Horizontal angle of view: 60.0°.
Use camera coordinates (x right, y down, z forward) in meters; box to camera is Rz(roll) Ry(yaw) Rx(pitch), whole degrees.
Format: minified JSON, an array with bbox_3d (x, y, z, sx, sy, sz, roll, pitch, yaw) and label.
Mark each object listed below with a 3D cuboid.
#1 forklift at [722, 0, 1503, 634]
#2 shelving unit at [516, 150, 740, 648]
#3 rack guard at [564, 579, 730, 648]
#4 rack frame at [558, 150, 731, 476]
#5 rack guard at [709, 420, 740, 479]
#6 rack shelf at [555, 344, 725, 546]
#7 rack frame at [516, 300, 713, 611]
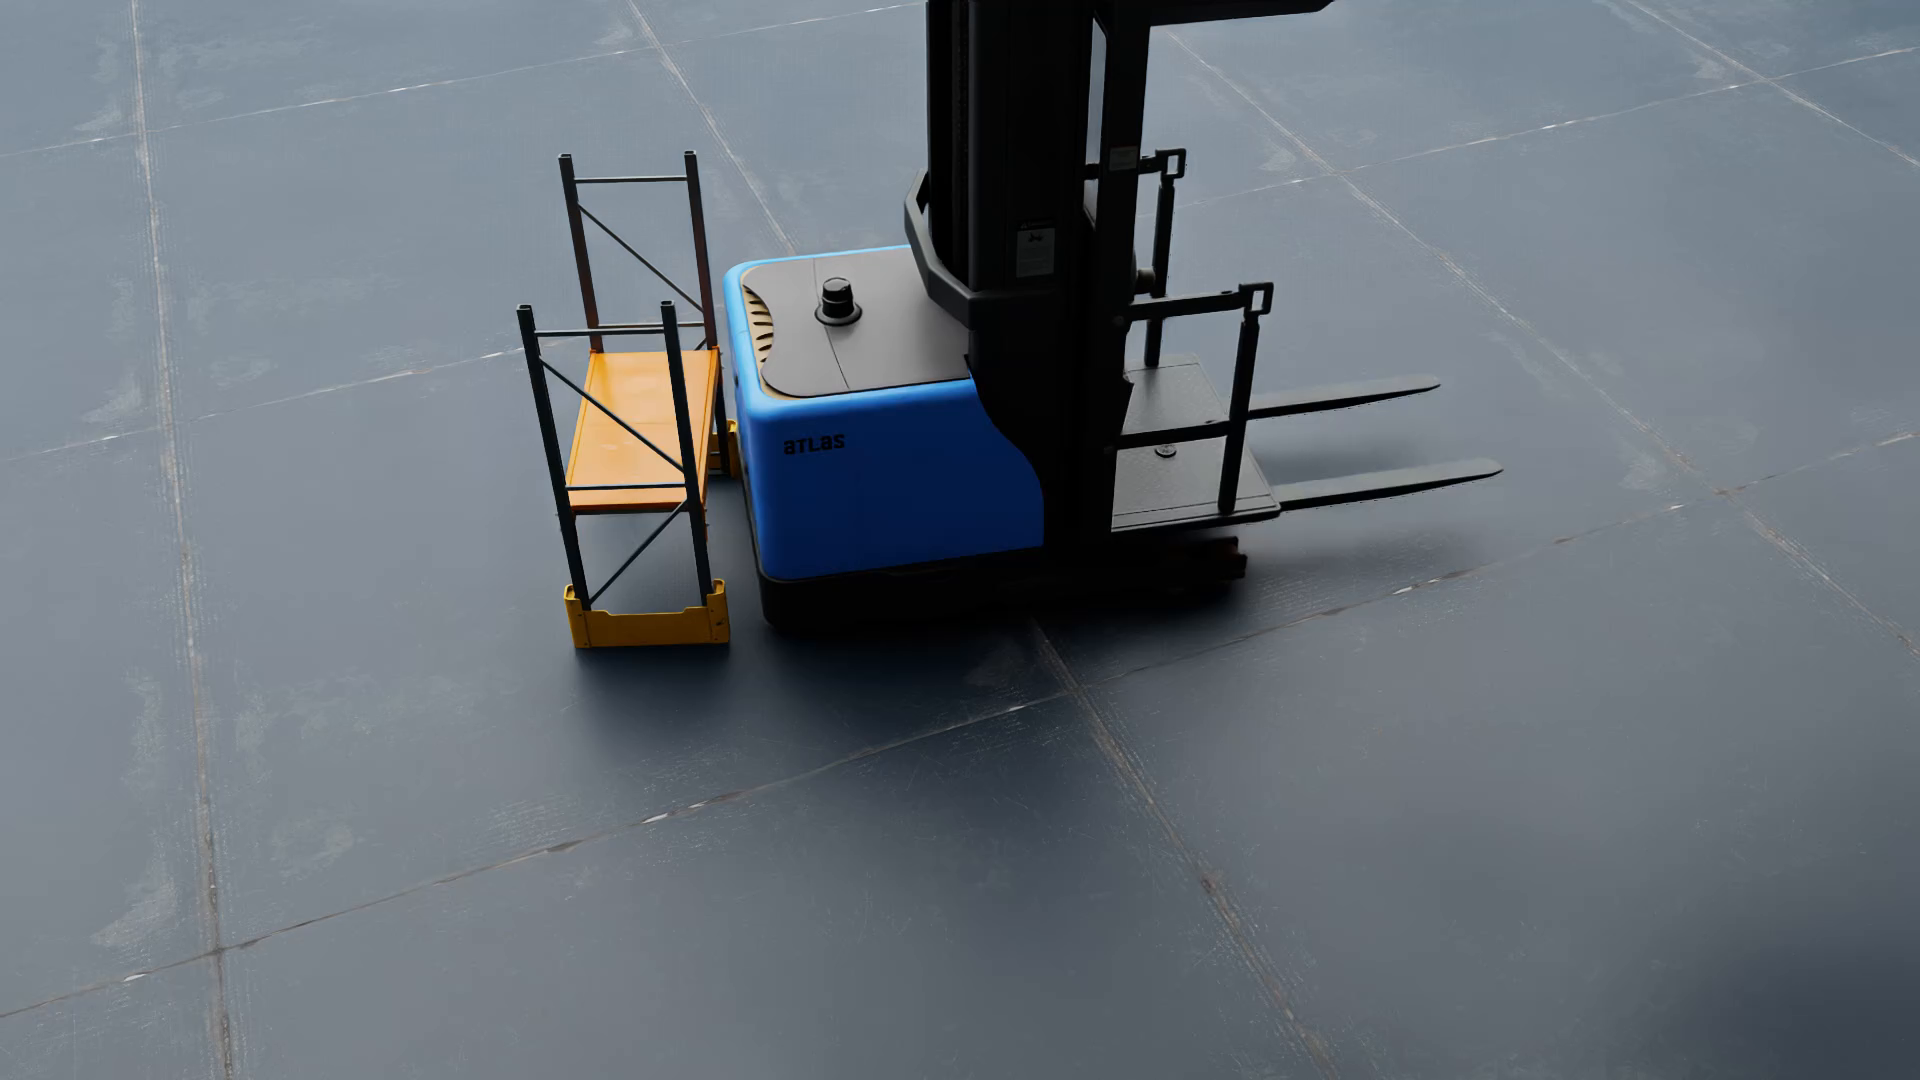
[{"bbox_3d":[0.654,-1.240,5.944,3.031,2.935,1.130,-8,41,-9],"label":"forklift"},{"bbox_3d":[-1.194,-0.521,6.206,0.587,1.500,1.083,-2,41,-2],"label":"shelving unit"},{"bbox_3d":[-1.168,0.277,6.237,0.587,0.250,0.087,-2,41,-2],"label":"rack guard"},{"bbox_3d":[-1.219,-0.847,6.584,0.500,1.500,0.032,-2,41,-2],"label":"rack frame"},{"bbox_3d":[-1.219,-0.372,6.991,0.587,0.250,0.087,-2,41,-2],"label":"rack guard"},{"bbox_3d":[-1.193,-0.379,6.317,0.538,0.185,1.000,-2,41,-2],"label":"rack shelf"},{"bbox_3d":[-1.167,-0.185,5.814,0.500,1.500,0.032,-2,41,-2],"label":"rack frame"}]
